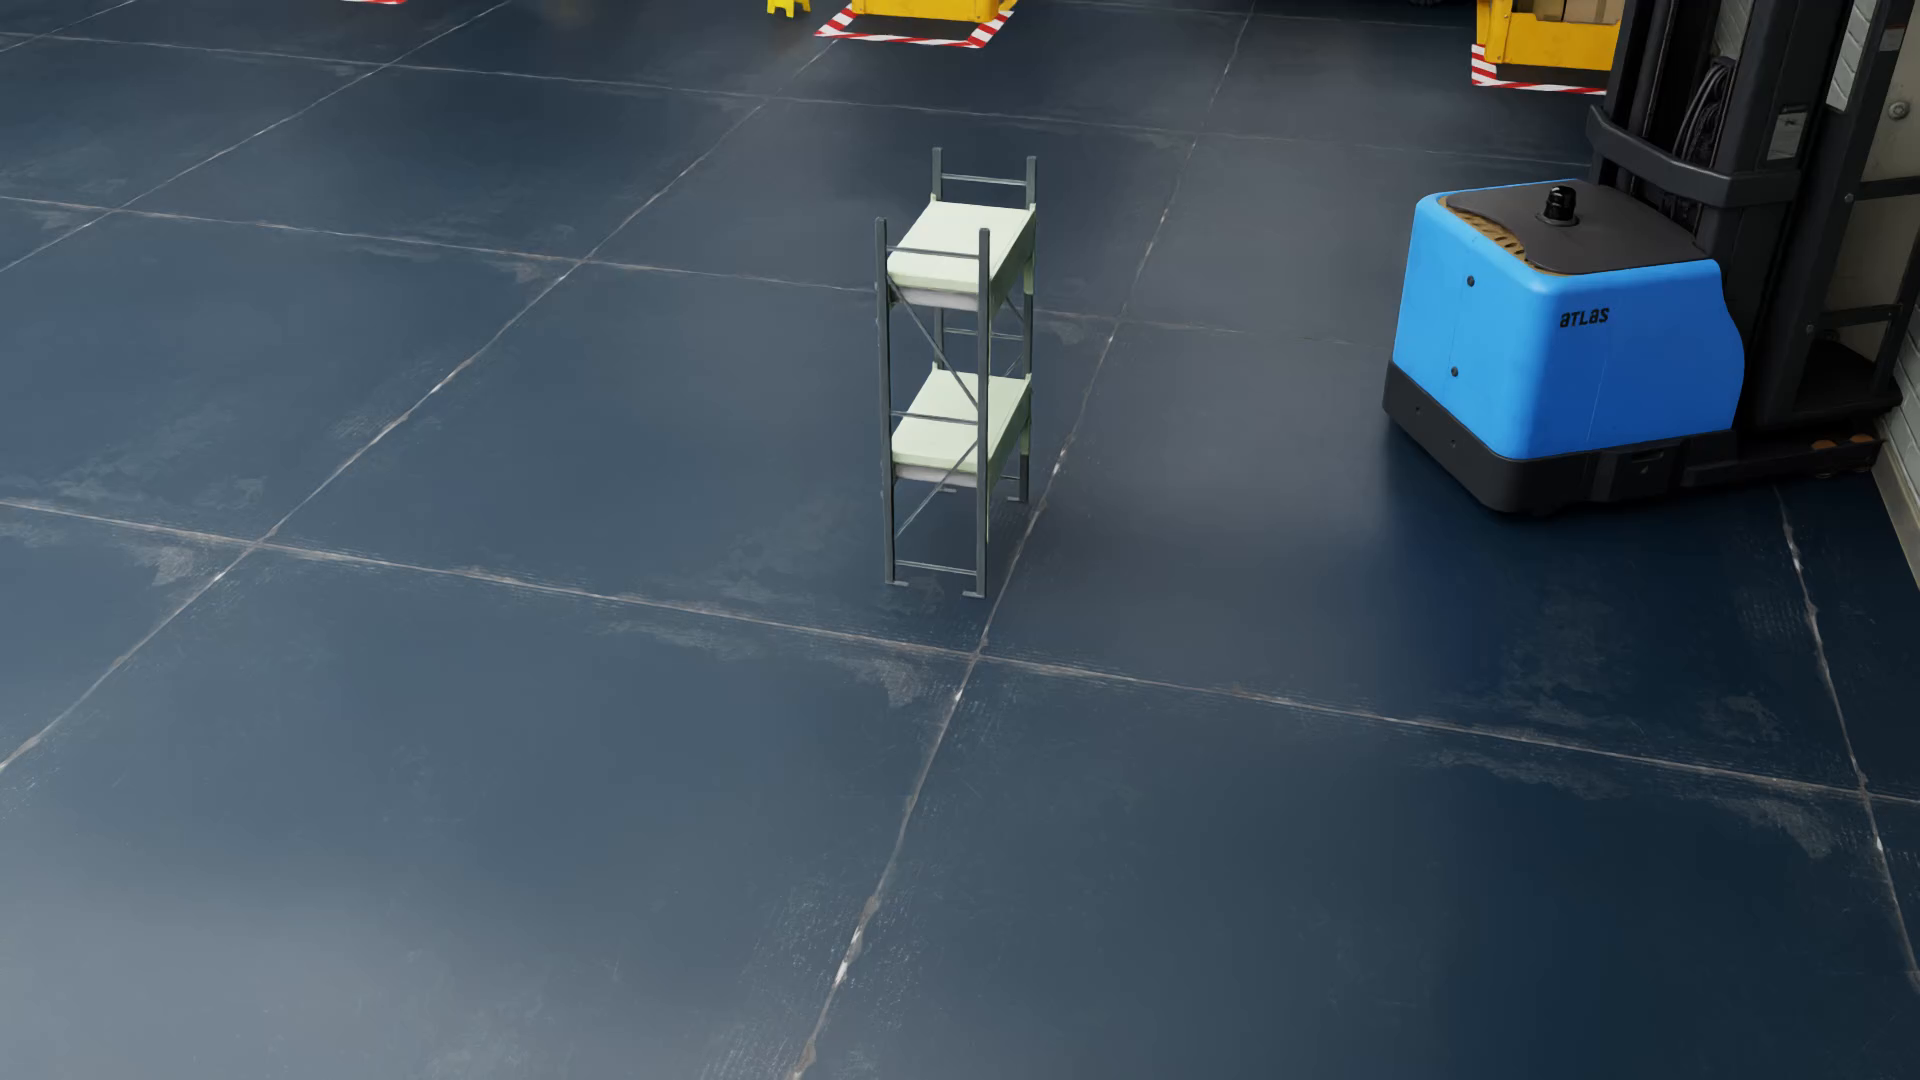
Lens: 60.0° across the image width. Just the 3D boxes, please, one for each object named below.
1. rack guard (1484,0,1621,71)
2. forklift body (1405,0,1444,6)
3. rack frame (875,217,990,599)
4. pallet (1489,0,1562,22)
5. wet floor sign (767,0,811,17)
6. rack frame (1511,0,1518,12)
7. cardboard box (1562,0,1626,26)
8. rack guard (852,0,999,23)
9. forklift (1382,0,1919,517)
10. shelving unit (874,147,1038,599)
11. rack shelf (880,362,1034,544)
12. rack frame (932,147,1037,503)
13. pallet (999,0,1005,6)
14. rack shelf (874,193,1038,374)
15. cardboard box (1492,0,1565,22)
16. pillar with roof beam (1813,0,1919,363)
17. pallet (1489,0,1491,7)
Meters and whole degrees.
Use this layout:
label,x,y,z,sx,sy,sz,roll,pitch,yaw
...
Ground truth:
label,x,y,z,sx,sy,sz,roll,pitch,yaw
rack guard,4.494,-3.758,12.196,1.175,0.500,0.348,8,33,12
forklift body,3.217,-5.700,13.711,2.313,2.155,1.214,8,33,12
rack frame,-0.095,-0.440,6.043,0.400,1.500,0.023,8,33,12
pallet,4.654,-4.051,12.926,1.003,0.211,1.213,8,33,12
wet floor sign,-1.385,-4.553,13.310,0.267,0.644,0.232,20,38,29
rack frame,4.500,-4.826,11.545,1.000,3.000,0.127,8,33,12
cardboard box,4.814,-4.071,12.529,0.500,0.250,0.500,8,33,13
rack guard,-0.283,-4.484,13.337,1.175,0.500,0.348,8,33,12
forklift,3.494,-1.765,6.795,3.031,2.935,1.130,-9,33,-13
shelving unit,-0.002,-0.629,6.342,0.431,1.500,0.755,8,33,12
rack shelf,-0.002,-0.354,6.517,0.431,0.370,0.720,8,33,12
rack frame,0.091,-0.819,6.641,0.400,1.500,0.023,8,33,12
pallet,-0.042,-4.779,14.071,1.003,0.211,1.213,8,33,12
rack shelf,-0.002,-0.959,6.133,0.431,0.370,0.720,8,33,12
cardboard box,4.314,-4.129,12.621,0.500,0.250,0.500,8,33,13
pillar with roof beam,-0.138,-5.068,6.335,9.100,9.000,0.400,8,33,12
pallet,4.966,-4.683,13.919,1.003,0.211,1.213,8,33,12
